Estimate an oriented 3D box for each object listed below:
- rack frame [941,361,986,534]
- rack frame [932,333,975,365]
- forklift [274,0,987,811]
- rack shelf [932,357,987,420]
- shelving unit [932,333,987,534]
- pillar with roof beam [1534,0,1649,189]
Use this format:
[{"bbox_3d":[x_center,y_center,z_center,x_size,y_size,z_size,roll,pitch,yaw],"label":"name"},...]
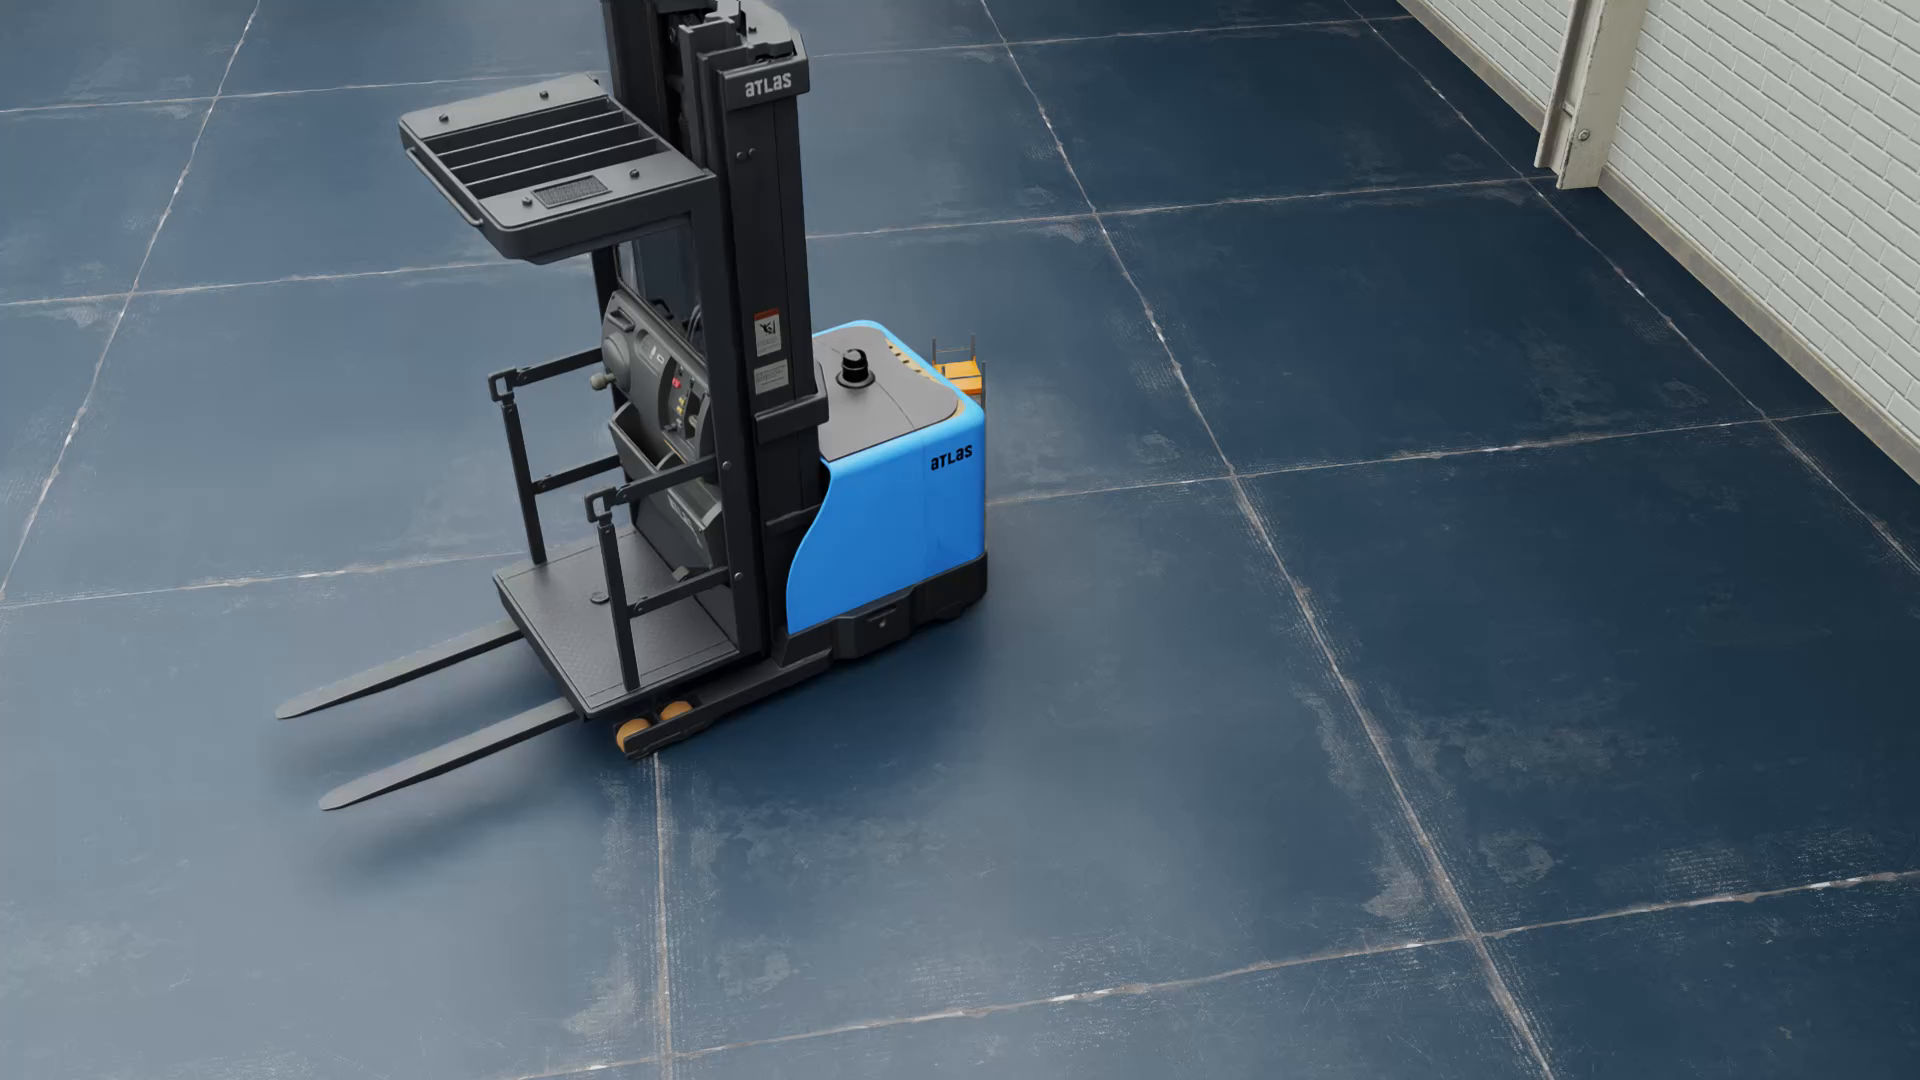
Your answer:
[{"bbox_3d":[0.018,-0.377,7.778,0.200,1.050,0.008,-7,39,-8],"label":"rack frame"},{"bbox_3d":[-0.028,-0.524,7.967,0.200,1.050,0.008,-7,39,-8],"label":"rack frame"},{"bbox_3d":[-1.389,-0.614,6.551,3.031,2.935,1.130,-22,43,-26],"label":"forklift"},{"bbox_3d":[-0.006,-0.666,7.704,0.215,0.259,0.240,-7,39,-8],"label":"rack shelf"},{"bbox_3d":[-0.005,-0.451,7.872,0.215,1.050,0.252,-7,39,-8],"label":"shelving unit"},{"bbox_3d":[-0.088,-5.586,8.005,9.100,9.000,0.400,-6,38,-8],"label":"pillar with roof beam"}]
